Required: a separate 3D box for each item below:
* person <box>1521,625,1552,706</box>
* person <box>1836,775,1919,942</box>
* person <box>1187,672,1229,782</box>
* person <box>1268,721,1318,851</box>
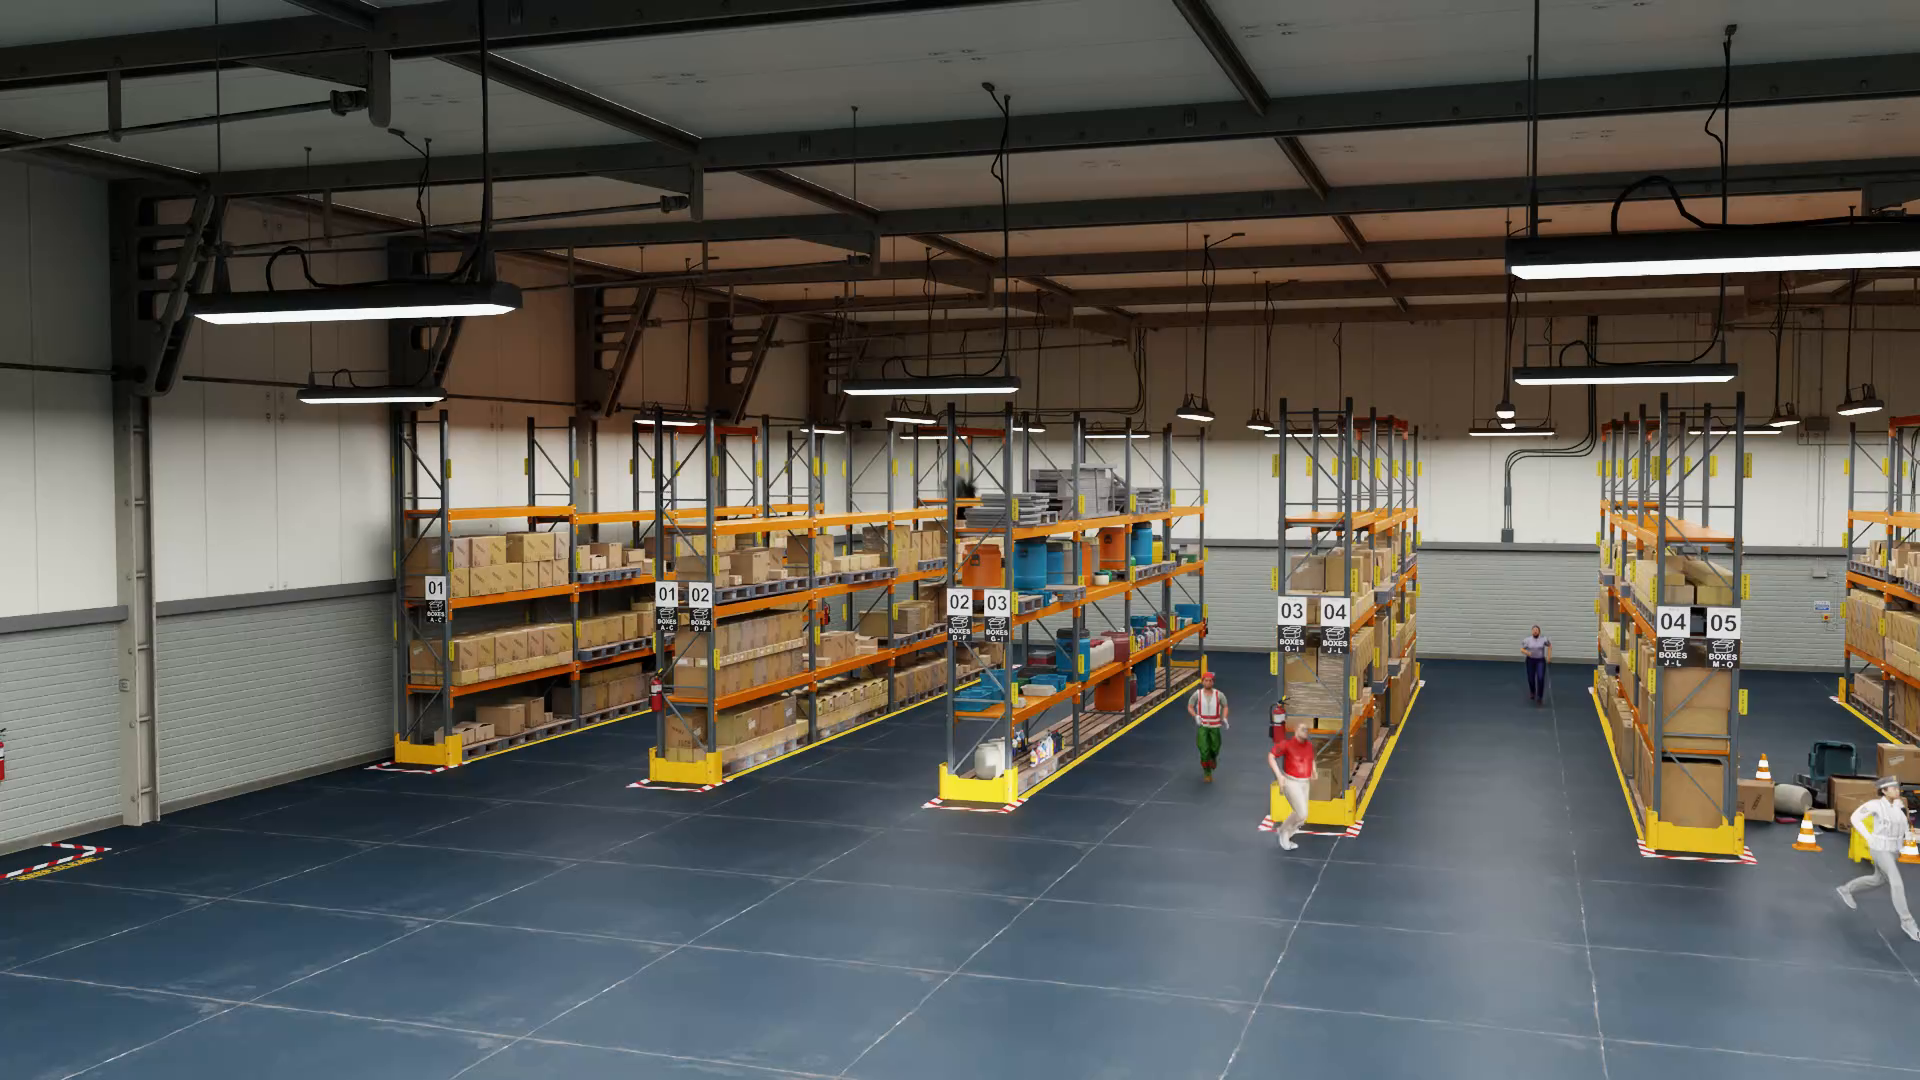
[{"bbox_3d":[12.269,2.673,35.430,0.617,1.694,0.845,1,3,22],"label":"person"},{"bbox_3d":[10.051,3.388,18.078,0.581,1.715,1.064,-1,3,-29],"label":"person"},{"bbox_3d":[3.981,2.992,26.693,0.657,1.742,0.601,0,2,5],"label":"person"},{"bbox_3d":[4.421,3.221,21.780,0.665,1.692,0.593,-2,3,-35],"label":"person"}]
